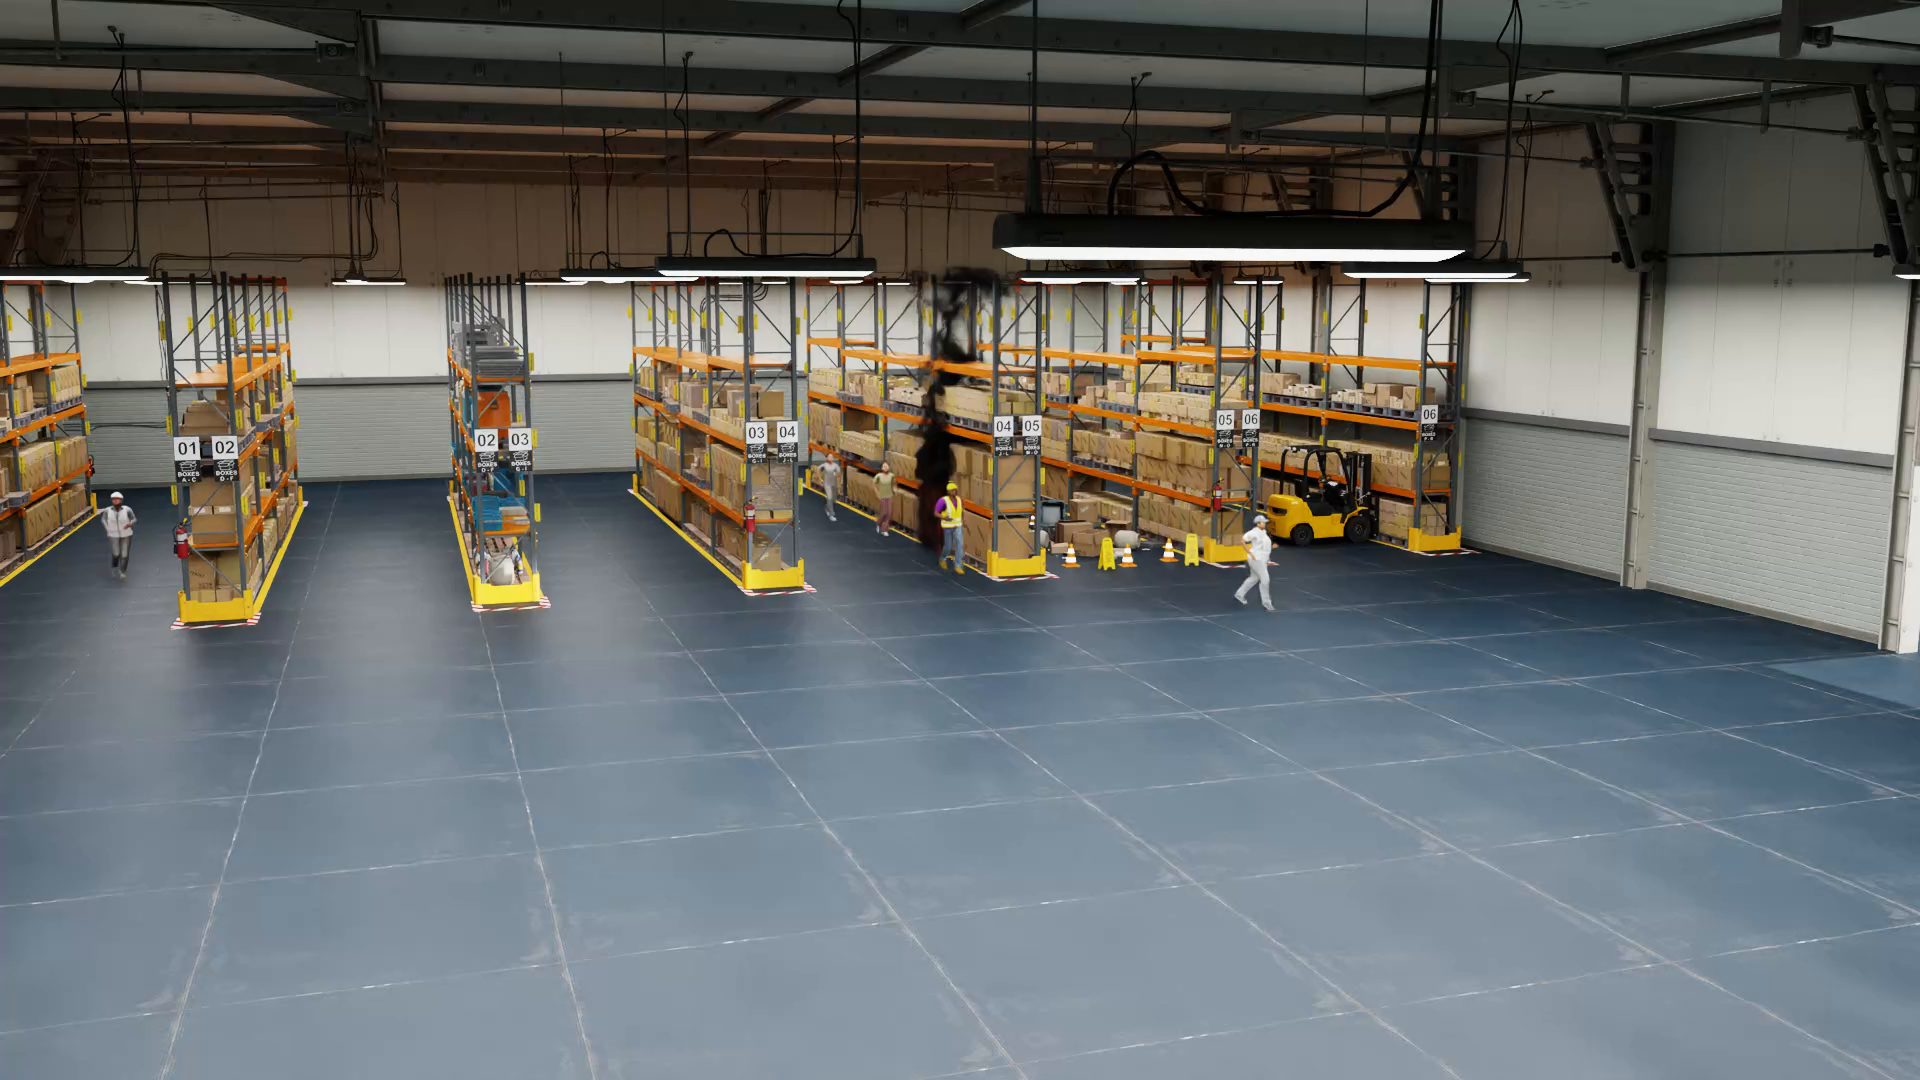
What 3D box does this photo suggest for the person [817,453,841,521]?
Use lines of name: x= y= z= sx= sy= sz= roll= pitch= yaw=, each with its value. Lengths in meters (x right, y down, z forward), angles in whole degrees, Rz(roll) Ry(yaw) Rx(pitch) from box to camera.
person: x=-3.229 y=-1.349 z=41.299 sx=0.564 sy=1.655 sz=0.969 roll=-4 pitch=9 yaw=-24

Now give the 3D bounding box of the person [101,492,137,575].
person: x=-16.558 y=-0.110 z=32.783 sx=0.641 sy=1.678 sz=0.629 roll=-4 pitch=9 yaw=-25

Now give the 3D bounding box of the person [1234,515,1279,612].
person: x=5.347 y=0.406 z=29.907 sx=0.818 sy=1.719 sz=0.594 roll=4 pitch=10 yaw=25

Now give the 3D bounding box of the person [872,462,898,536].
person: x=-1.641 y=-0.923 z=36.853 sx=0.574 sy=1.644 sz=0.532 roll=-3 pitch=9 yaw=-19

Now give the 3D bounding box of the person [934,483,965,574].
person: x=-0.170 y=-0.248 z=32.740 sx=0.738 sy=1.765 sz=0.838 roll=-5 pitch=10 yaw=-29
